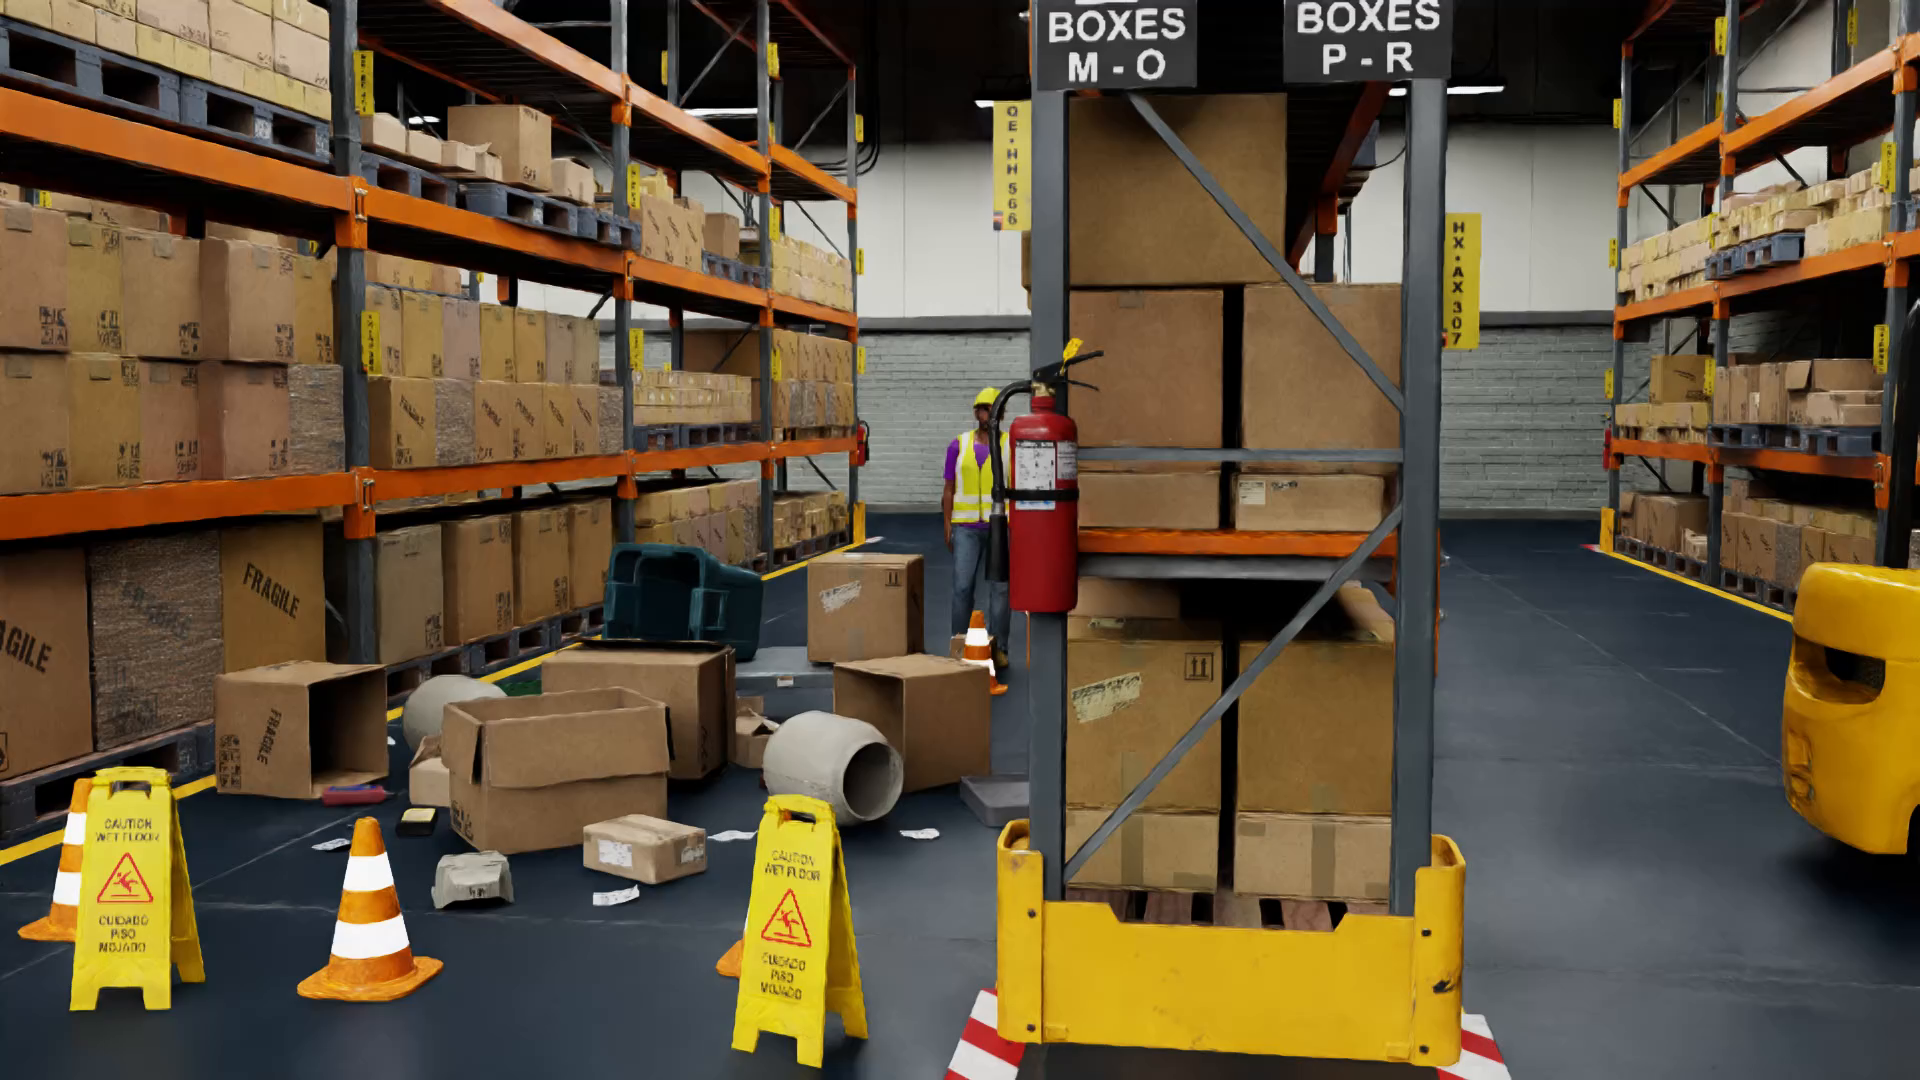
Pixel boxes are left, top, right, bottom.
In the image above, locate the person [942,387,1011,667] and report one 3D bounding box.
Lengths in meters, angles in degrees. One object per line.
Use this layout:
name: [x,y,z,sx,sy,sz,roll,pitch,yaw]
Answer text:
person: [0.167,-0.082,10.528,0.586,1.768,0.426,1,5,10]
